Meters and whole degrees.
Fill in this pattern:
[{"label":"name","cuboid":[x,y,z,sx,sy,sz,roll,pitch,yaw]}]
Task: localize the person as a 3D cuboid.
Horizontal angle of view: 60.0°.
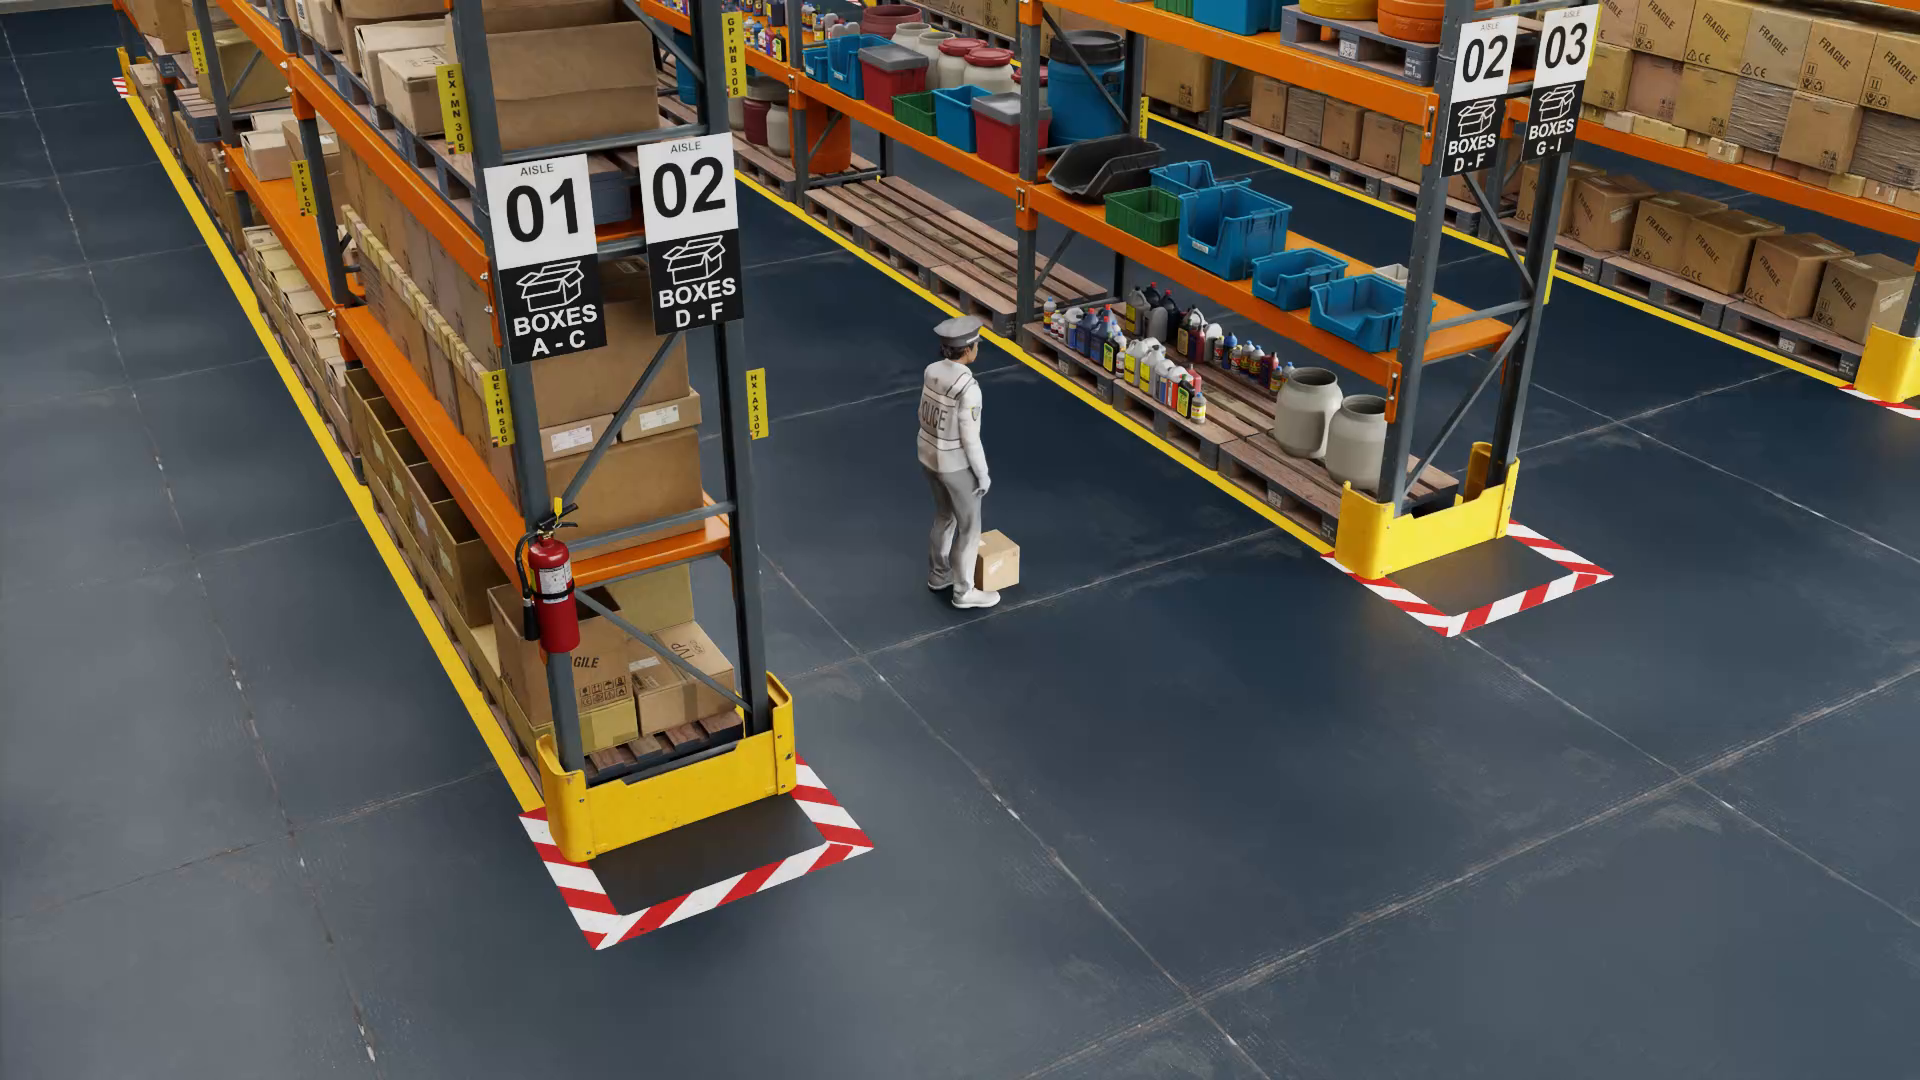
[{"label":"person","cuboid":[-0.032,-0.433,9.323,0.369,1.667,0.546,-18,34,-28]}]
